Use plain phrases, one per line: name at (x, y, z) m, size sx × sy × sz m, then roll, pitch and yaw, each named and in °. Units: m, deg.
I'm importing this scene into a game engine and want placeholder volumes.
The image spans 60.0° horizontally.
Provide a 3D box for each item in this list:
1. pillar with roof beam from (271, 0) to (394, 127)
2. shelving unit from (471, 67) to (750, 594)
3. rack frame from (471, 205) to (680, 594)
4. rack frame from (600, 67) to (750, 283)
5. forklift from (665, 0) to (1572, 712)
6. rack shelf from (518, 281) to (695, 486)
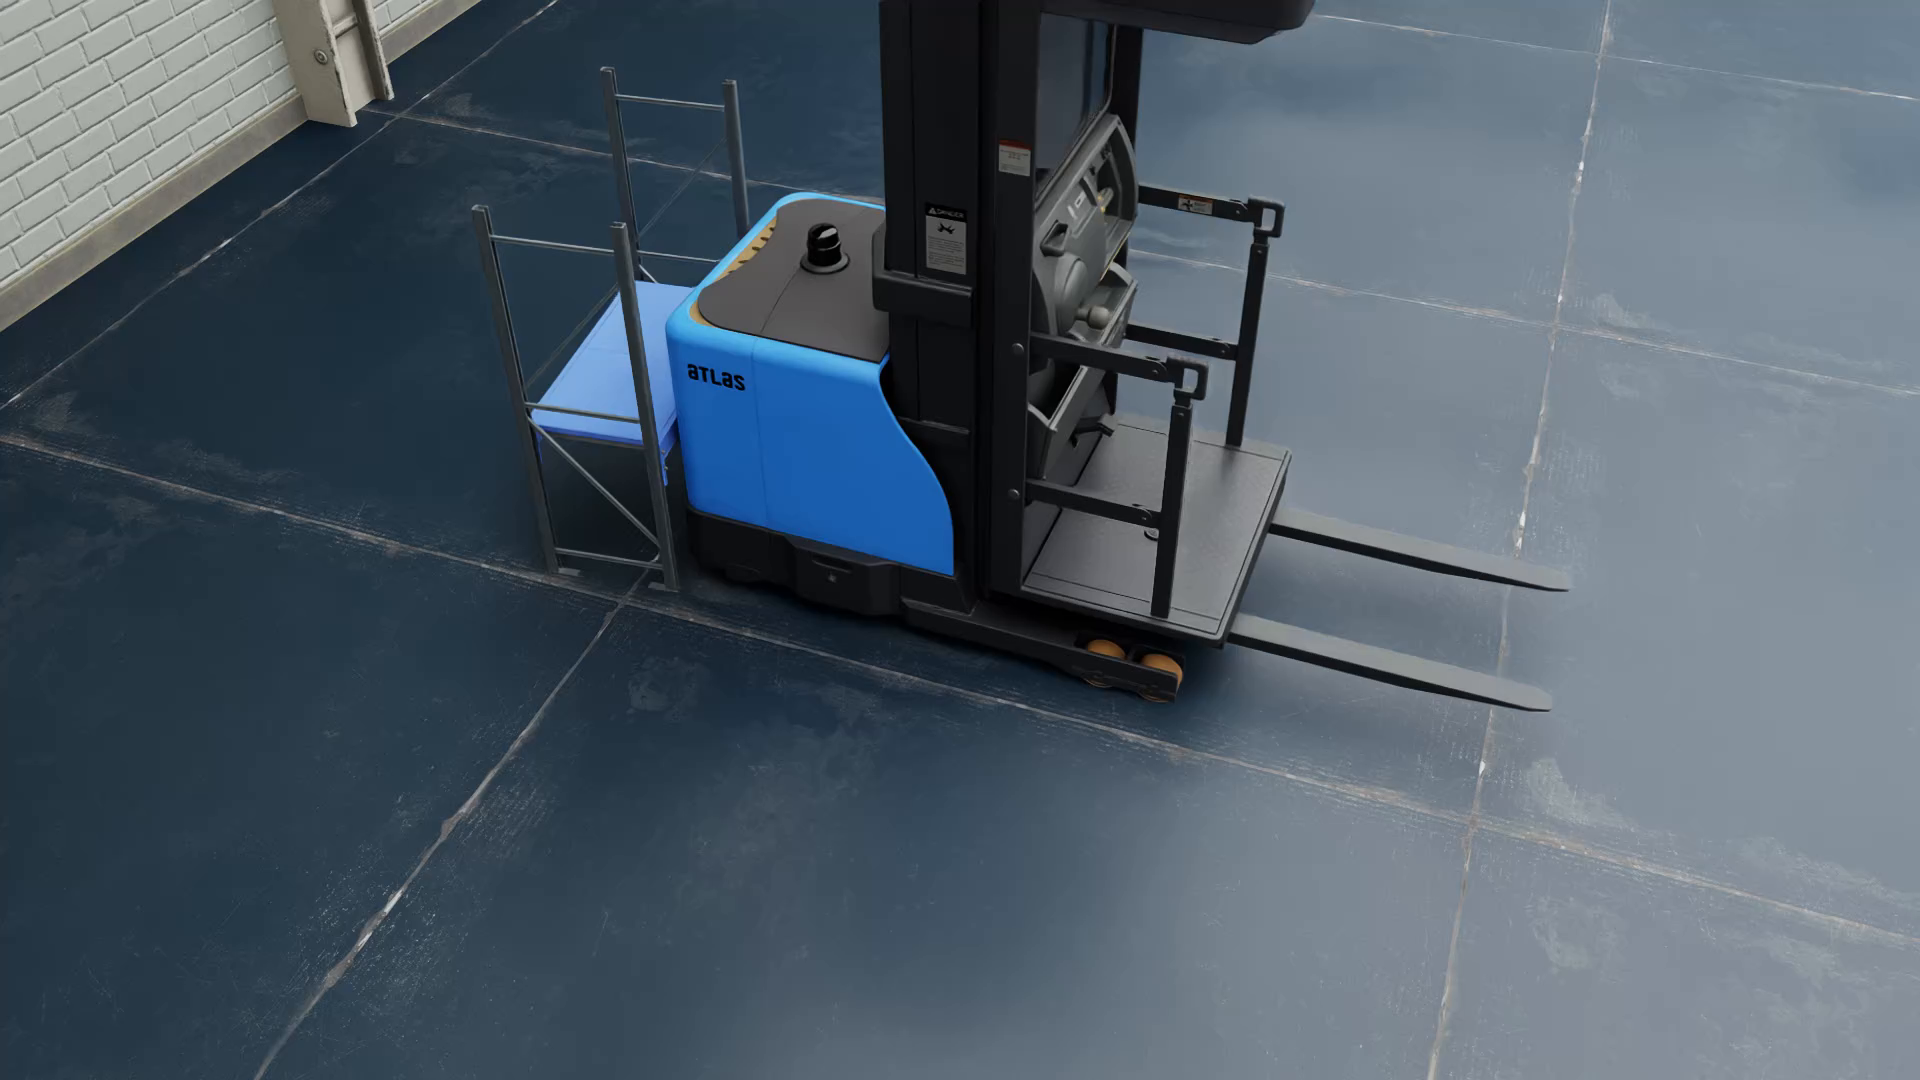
pillar with roof beam at (0.743, -4.810, 4.954) m, size 9.100 × 9.000 × 0.400 m, roll 13°, pitch 42°, yaw 15°
shelving unit at (-1.147, -0.745, 5.967) m, size 0.538 × 1.500 × 1.048 m, roll 9°, pitch 41°, yaw 10°
rack frame at (-1.264, -0.424, 5.591) m, size 0.500 × 1.500 × 0.032 m, roll 9°, pitch 41°, yaw 10°
rack frame at (-1.030, -1.066, 6.344) m, size 0.500 × 1.500 × 0.032 m, roll 9°, pitch 41°, yaw 10°
forklift at (0.582, -0.960, 5.117) m, size 3.031 × 2.935 × 1.130 m, roll 14°, pitch 42°, yaw 16°
rack shelf at (-1.147, -0.608, 6.084) m, size 0.538 × 0.185 × 1.000 m, roll 9°, pitch 41°, yaw 10°
